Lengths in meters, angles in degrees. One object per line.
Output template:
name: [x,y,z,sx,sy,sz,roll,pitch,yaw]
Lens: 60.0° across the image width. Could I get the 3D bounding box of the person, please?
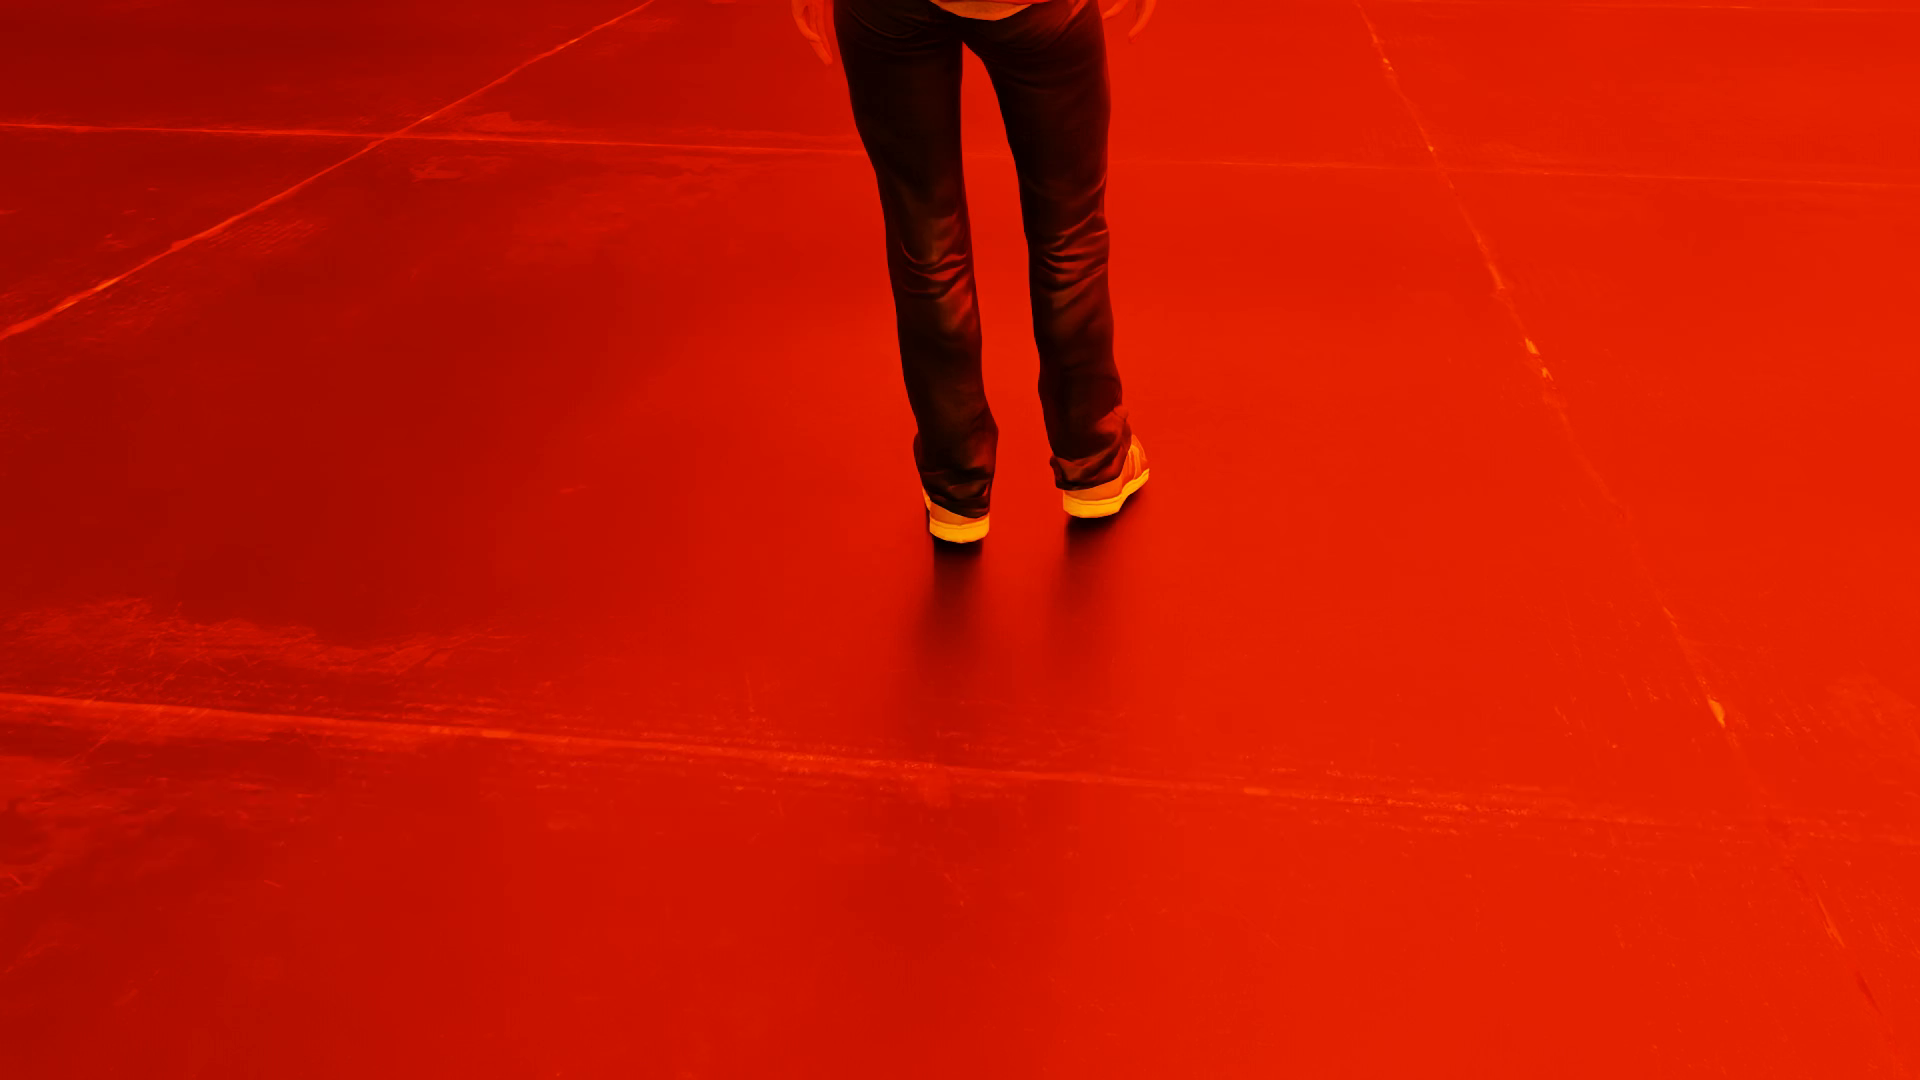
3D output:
person: [0.024,-0.753,2.204,0.520,1.597,0.476,3,27,7]
